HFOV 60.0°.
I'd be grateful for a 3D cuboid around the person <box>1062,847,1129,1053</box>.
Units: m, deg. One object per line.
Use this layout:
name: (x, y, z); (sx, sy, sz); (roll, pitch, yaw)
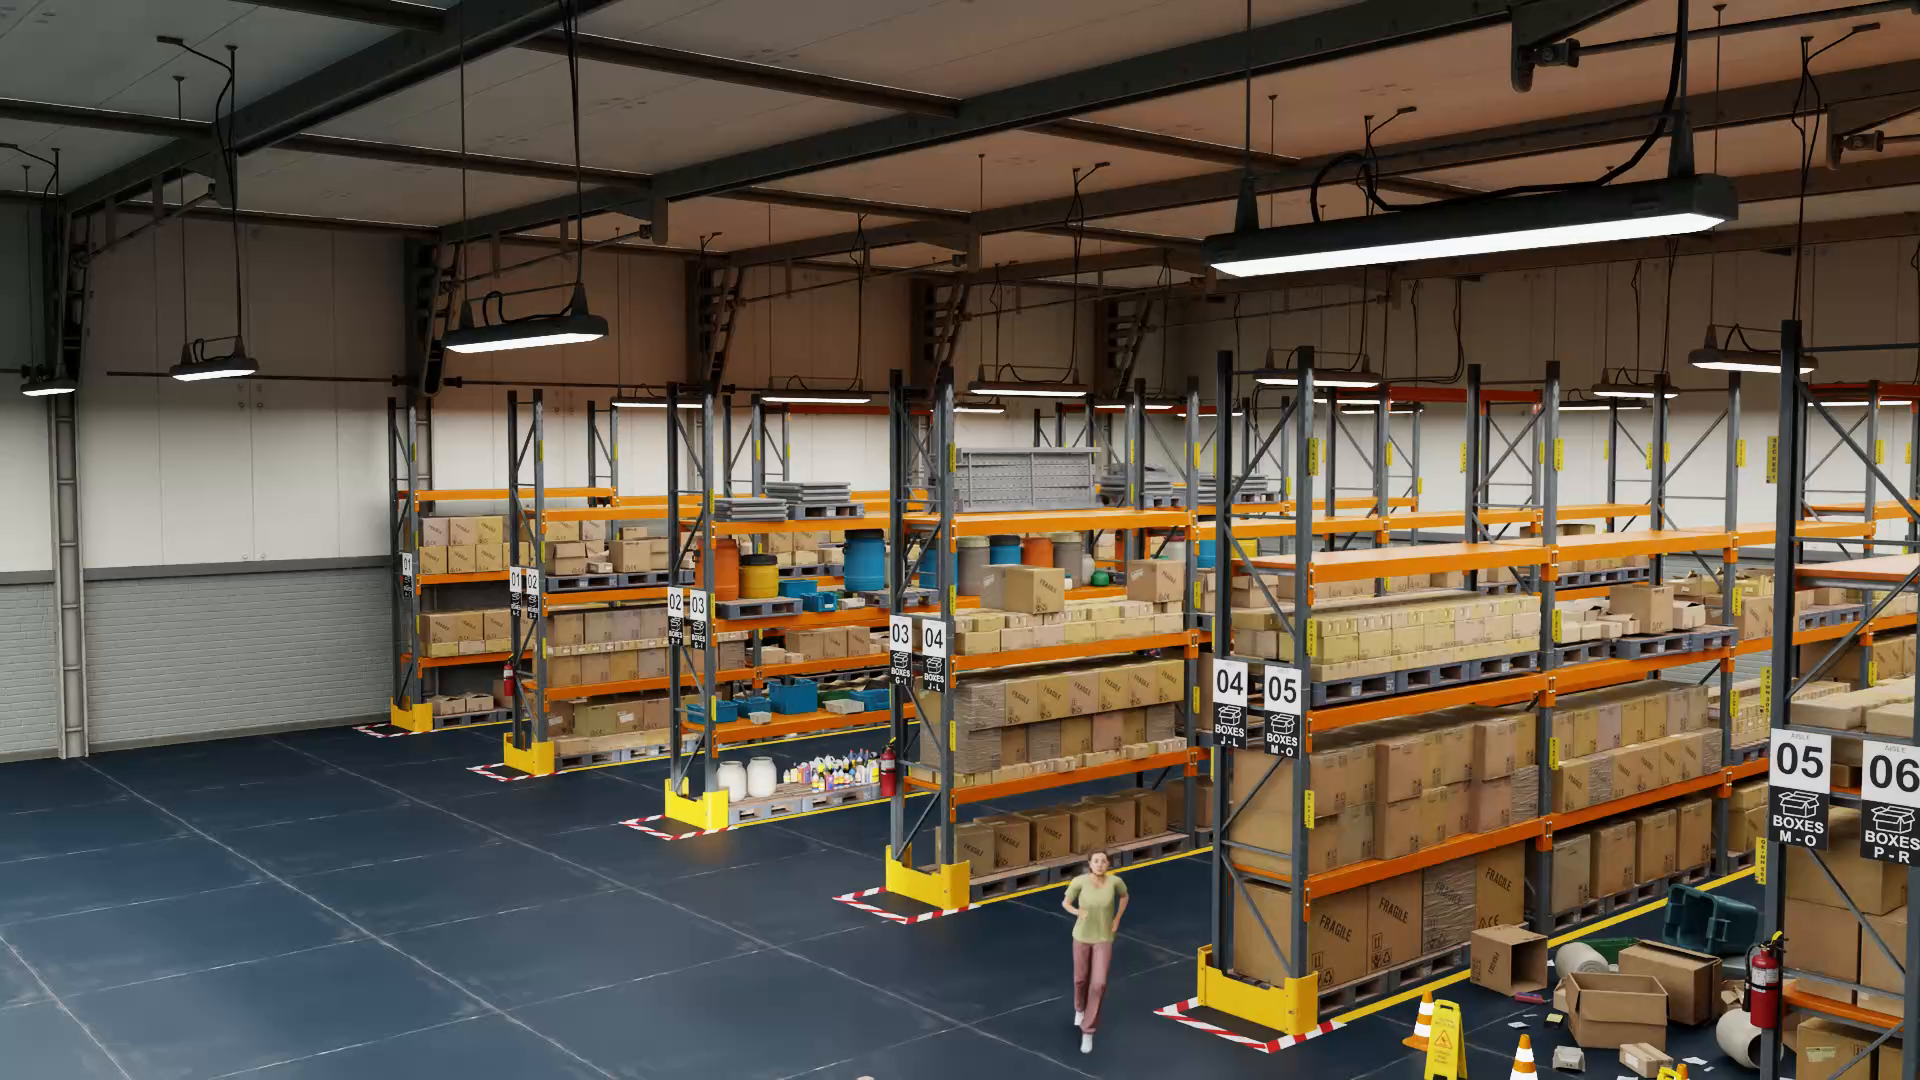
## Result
person: (1.170, 3.494, 14.423); (0.575, 1.715, 0.773); (0, 3, 8)
